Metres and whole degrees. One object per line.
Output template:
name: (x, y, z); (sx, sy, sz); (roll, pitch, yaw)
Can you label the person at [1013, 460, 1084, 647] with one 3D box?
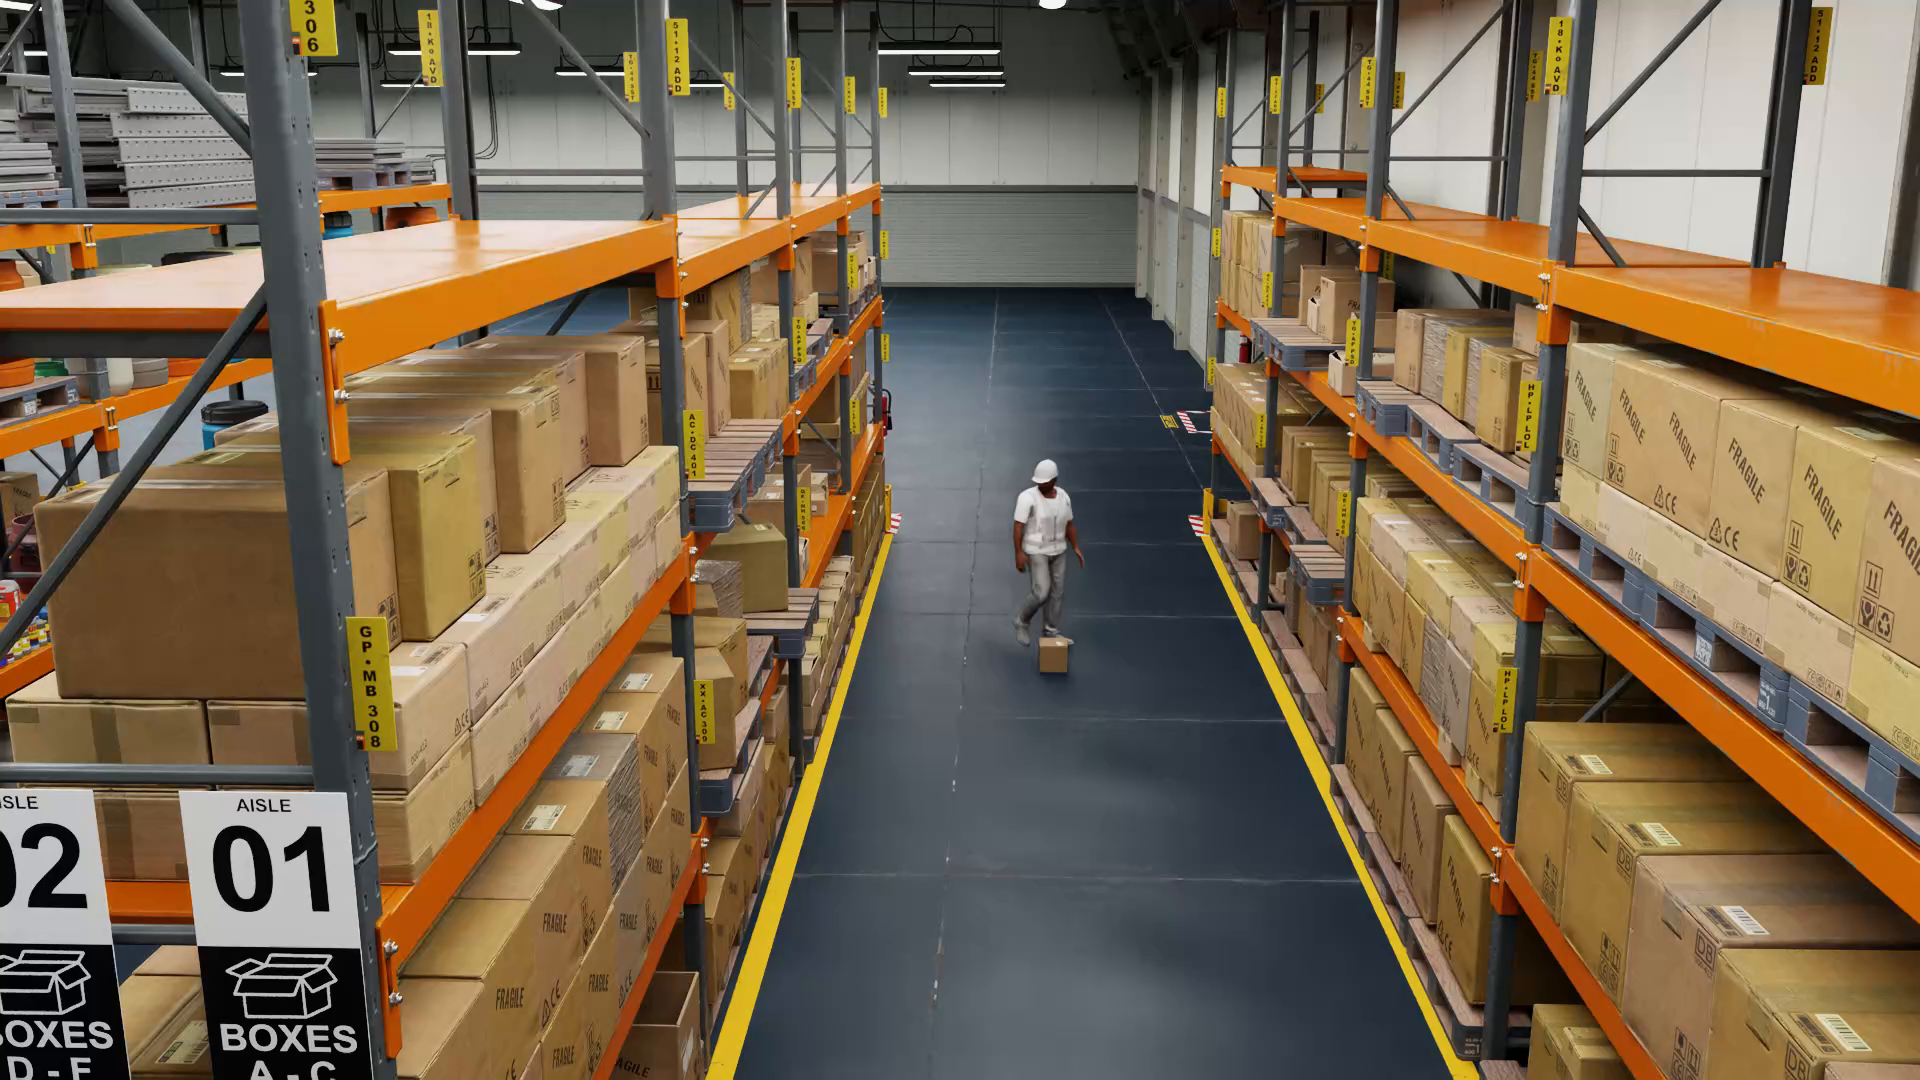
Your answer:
person: (0.799, 0.118, 15.367); (0.627, 1.764, 0.477); (-11, 17, -37)
